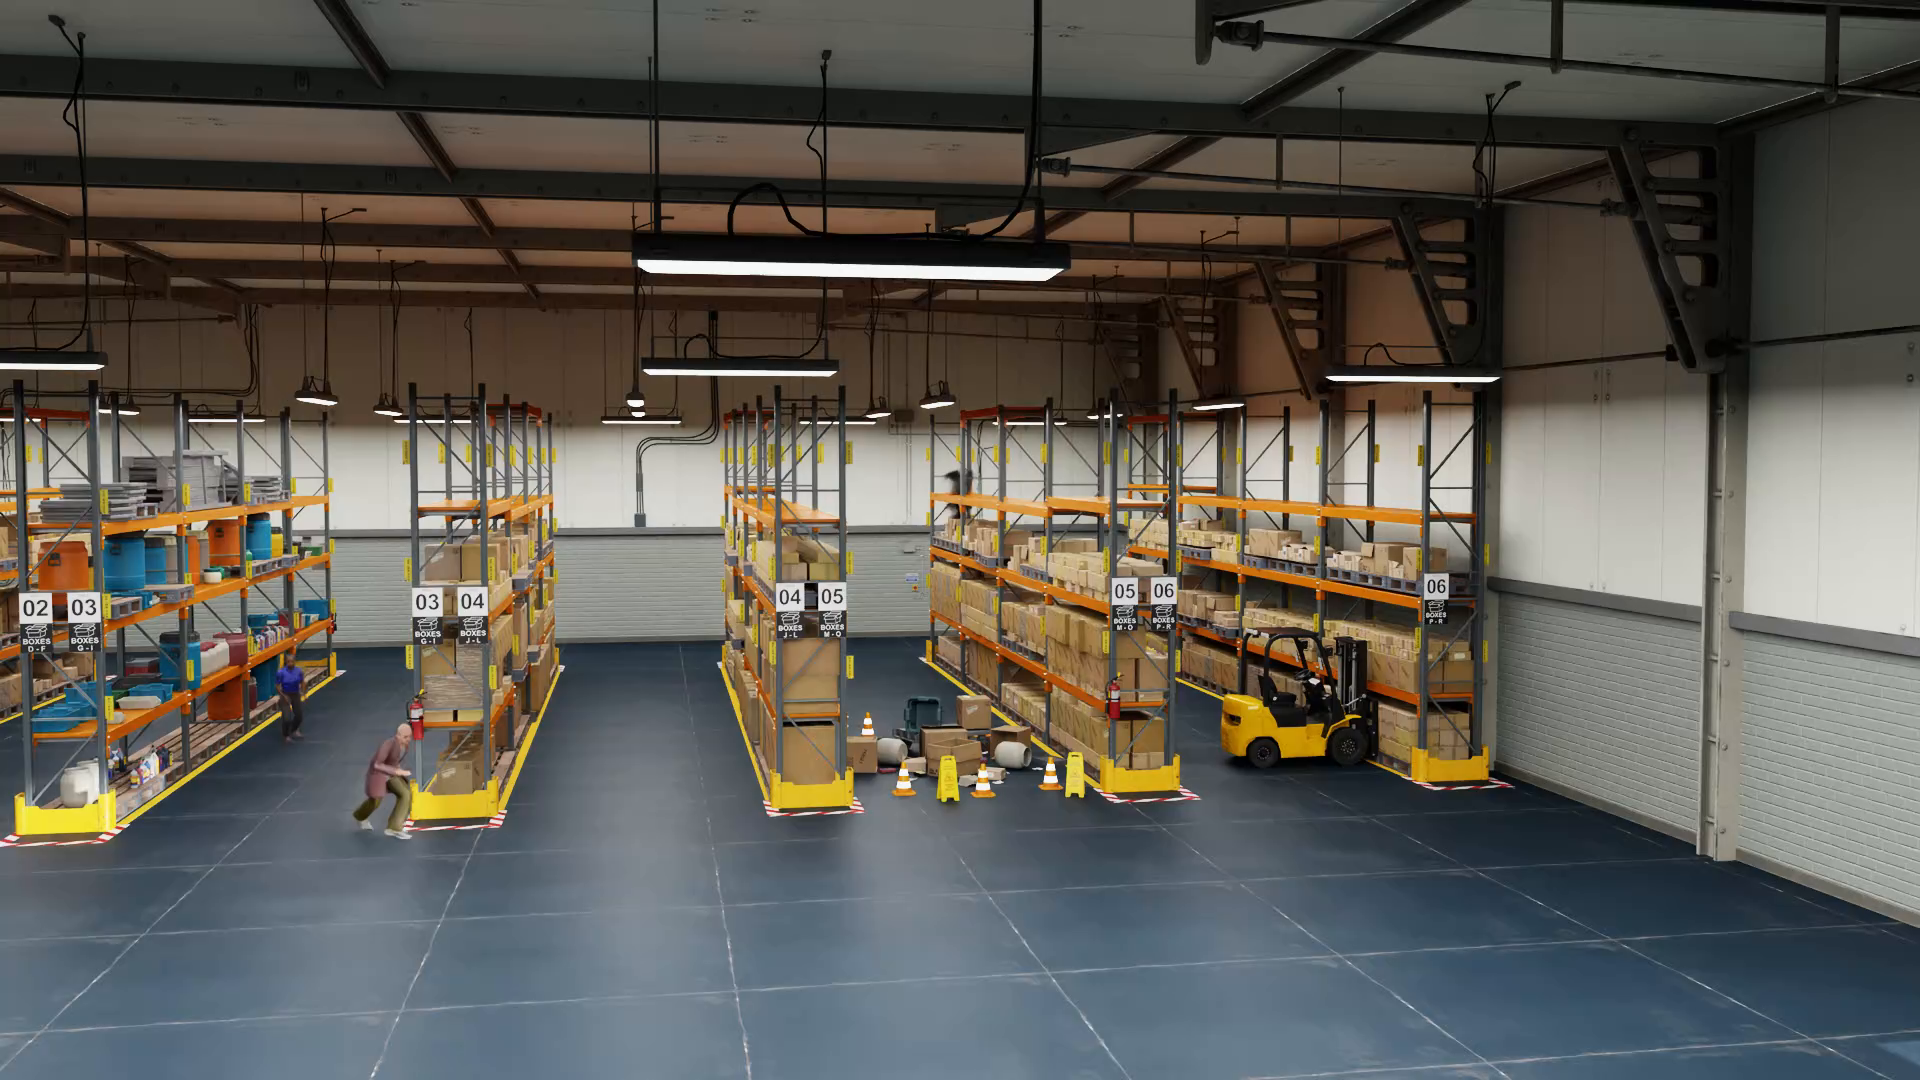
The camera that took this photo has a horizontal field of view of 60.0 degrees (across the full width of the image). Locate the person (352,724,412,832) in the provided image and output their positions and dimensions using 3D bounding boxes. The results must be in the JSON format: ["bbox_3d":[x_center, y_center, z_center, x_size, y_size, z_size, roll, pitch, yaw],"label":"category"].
[{"bbox_3d":[-7.588,3.088,21.773,1.149,1.441,0.708,1,3,26],"label":"person"}]

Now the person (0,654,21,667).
[{"bbox_3d":[-21.363,2.258,37.673,0.873,1.633,0.613,0,3,-5],"label":"person"}]

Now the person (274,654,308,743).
[{"bbox_3d":[-11.702,2.759,29.011,0.545,1.594,0.681,-2,4,-40],"label":"person"}]
